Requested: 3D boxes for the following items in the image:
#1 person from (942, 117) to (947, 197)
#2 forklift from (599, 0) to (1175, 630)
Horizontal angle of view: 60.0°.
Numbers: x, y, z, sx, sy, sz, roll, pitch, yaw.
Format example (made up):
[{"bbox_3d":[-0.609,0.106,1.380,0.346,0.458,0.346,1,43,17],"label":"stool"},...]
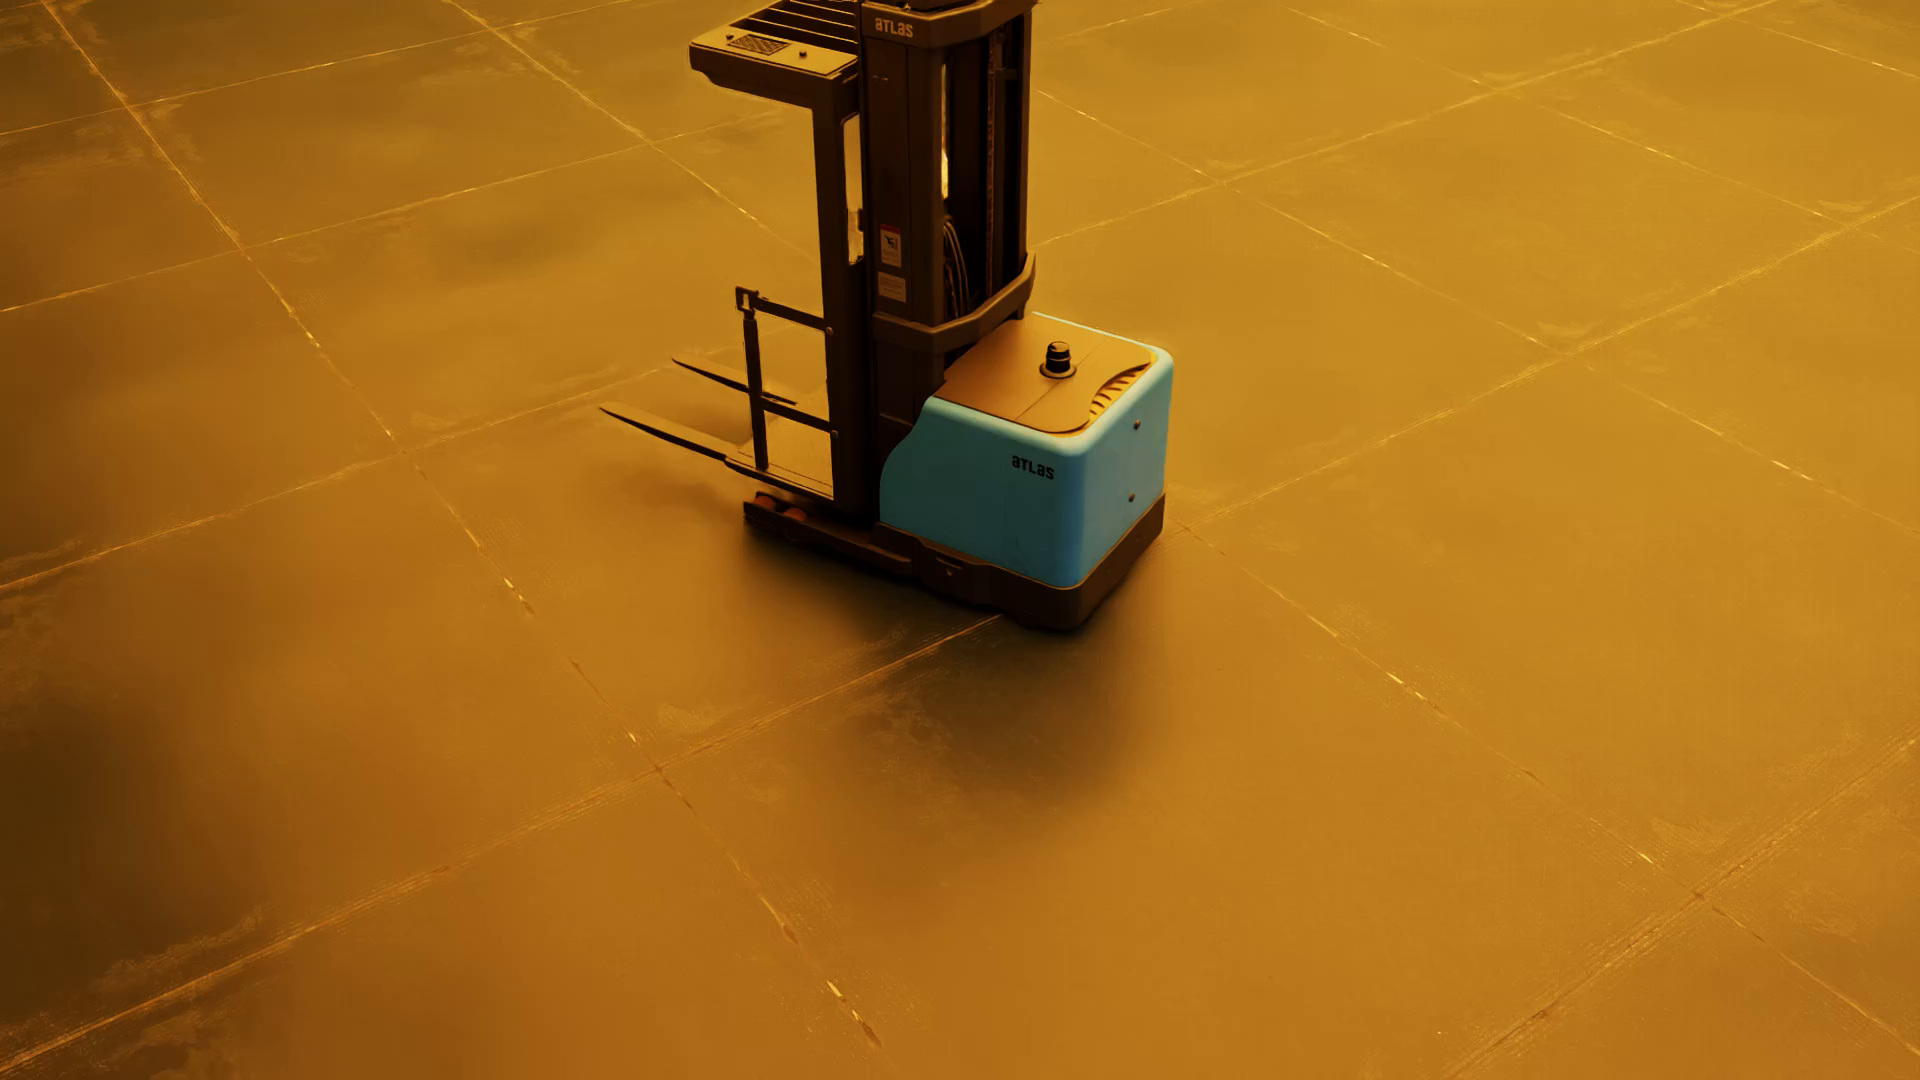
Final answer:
[{"bbox_3d":[-0.137,-1.537,9.155,0.462,1.618,0.988,20,41,25],"label":"person"},{"bbox_3d":[-0.500,-1.419,7.864,3.031,2.935,1.130,20,41,25],"label":"forklift"}]
